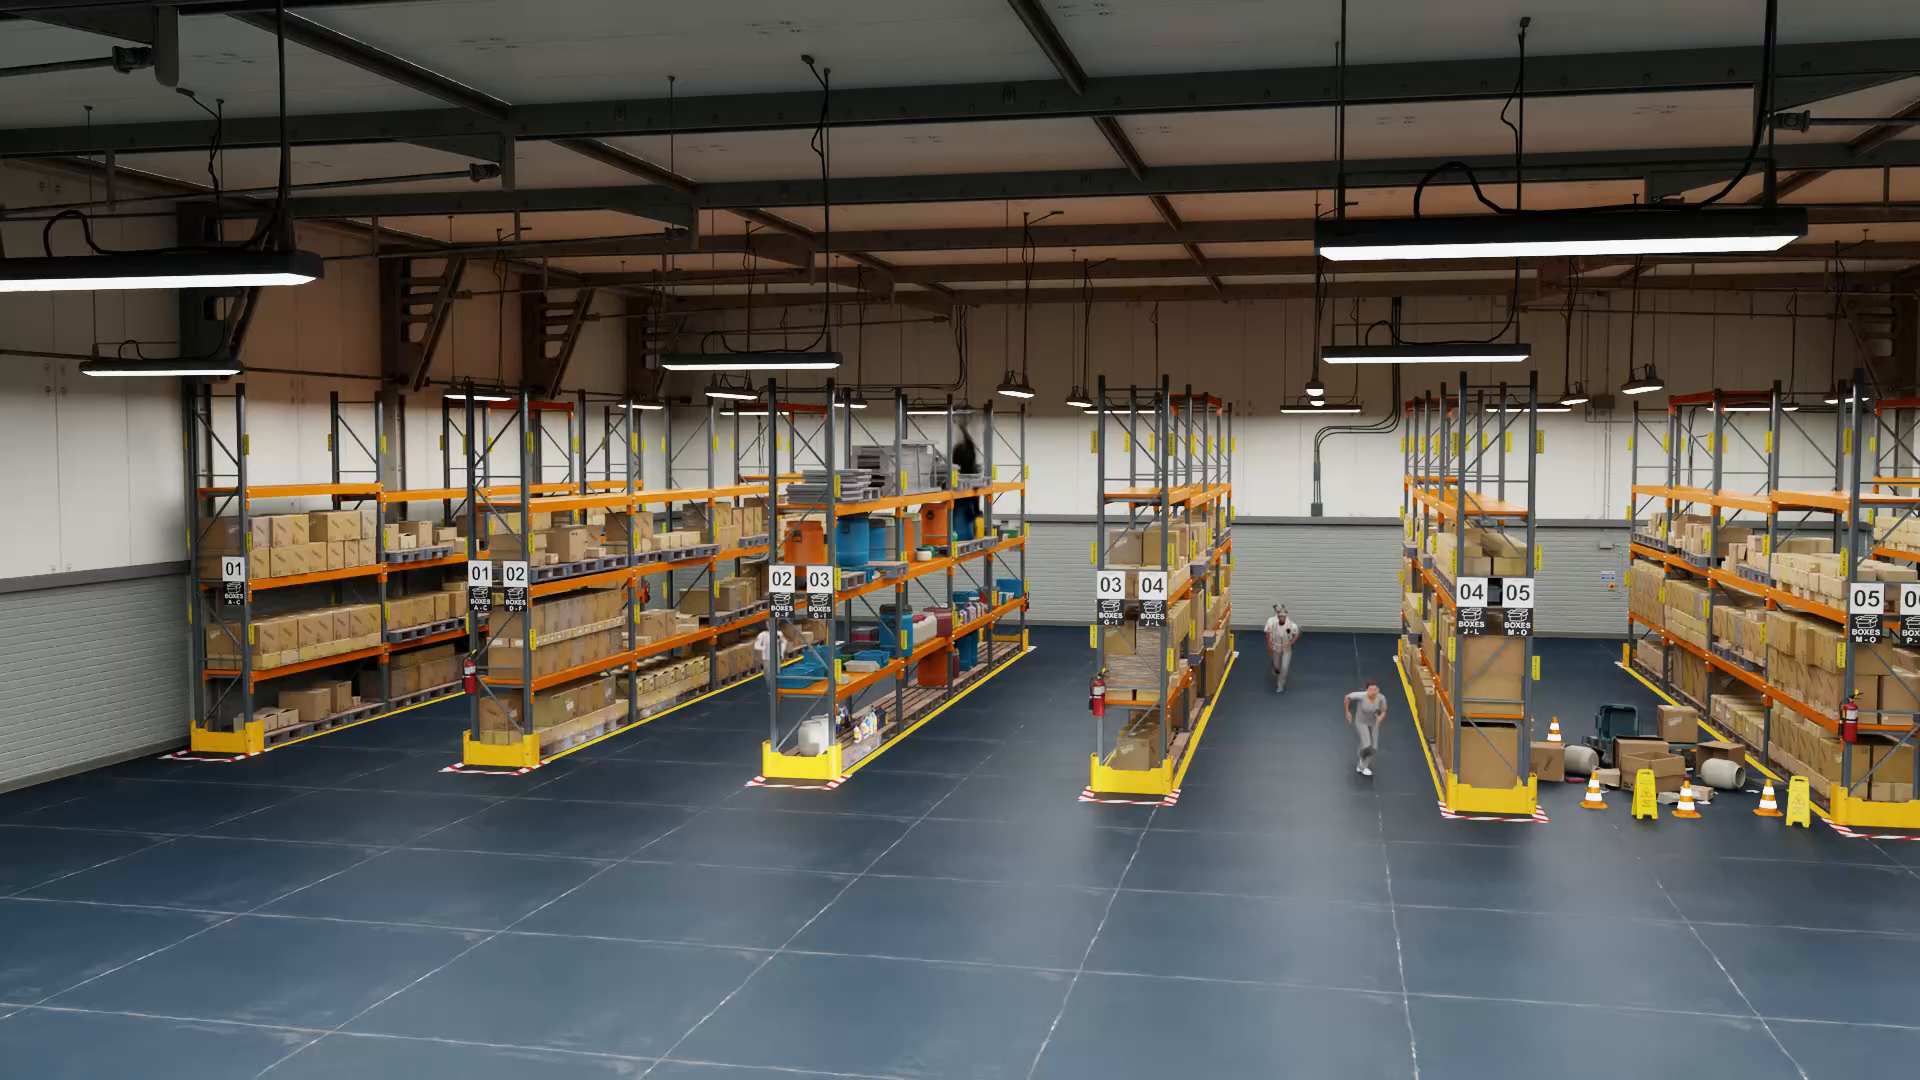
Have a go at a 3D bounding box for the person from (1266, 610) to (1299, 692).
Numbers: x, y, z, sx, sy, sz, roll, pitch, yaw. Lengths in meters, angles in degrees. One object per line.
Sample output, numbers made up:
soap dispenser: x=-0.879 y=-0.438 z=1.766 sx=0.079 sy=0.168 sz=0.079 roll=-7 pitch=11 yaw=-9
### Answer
person: x=6.573 y=2.241 z=33.914 sx=0.659 sy=1.705 sz=0.778 roll=1 pitch=3 yaw=10

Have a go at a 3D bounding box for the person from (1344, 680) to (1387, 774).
person: x=6.107 y=2.821 z=25.062 sx=0.591 sy=1.503 sz=0.814 roll=0 pitch=3 yaw=-1

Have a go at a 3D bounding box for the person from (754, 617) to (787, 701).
person: x=-3.631 y=2.332 z=31.857 sx=0.598 sy=1.738 sz=0.779 roll=0 pitch=3 yaw=-3

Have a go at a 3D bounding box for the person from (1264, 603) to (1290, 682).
person: x=6.753 y=2.161 z=35.160 sx=0.625 sy=1.654 sz=0.704 roll=0 pitch=3 yaw=7
